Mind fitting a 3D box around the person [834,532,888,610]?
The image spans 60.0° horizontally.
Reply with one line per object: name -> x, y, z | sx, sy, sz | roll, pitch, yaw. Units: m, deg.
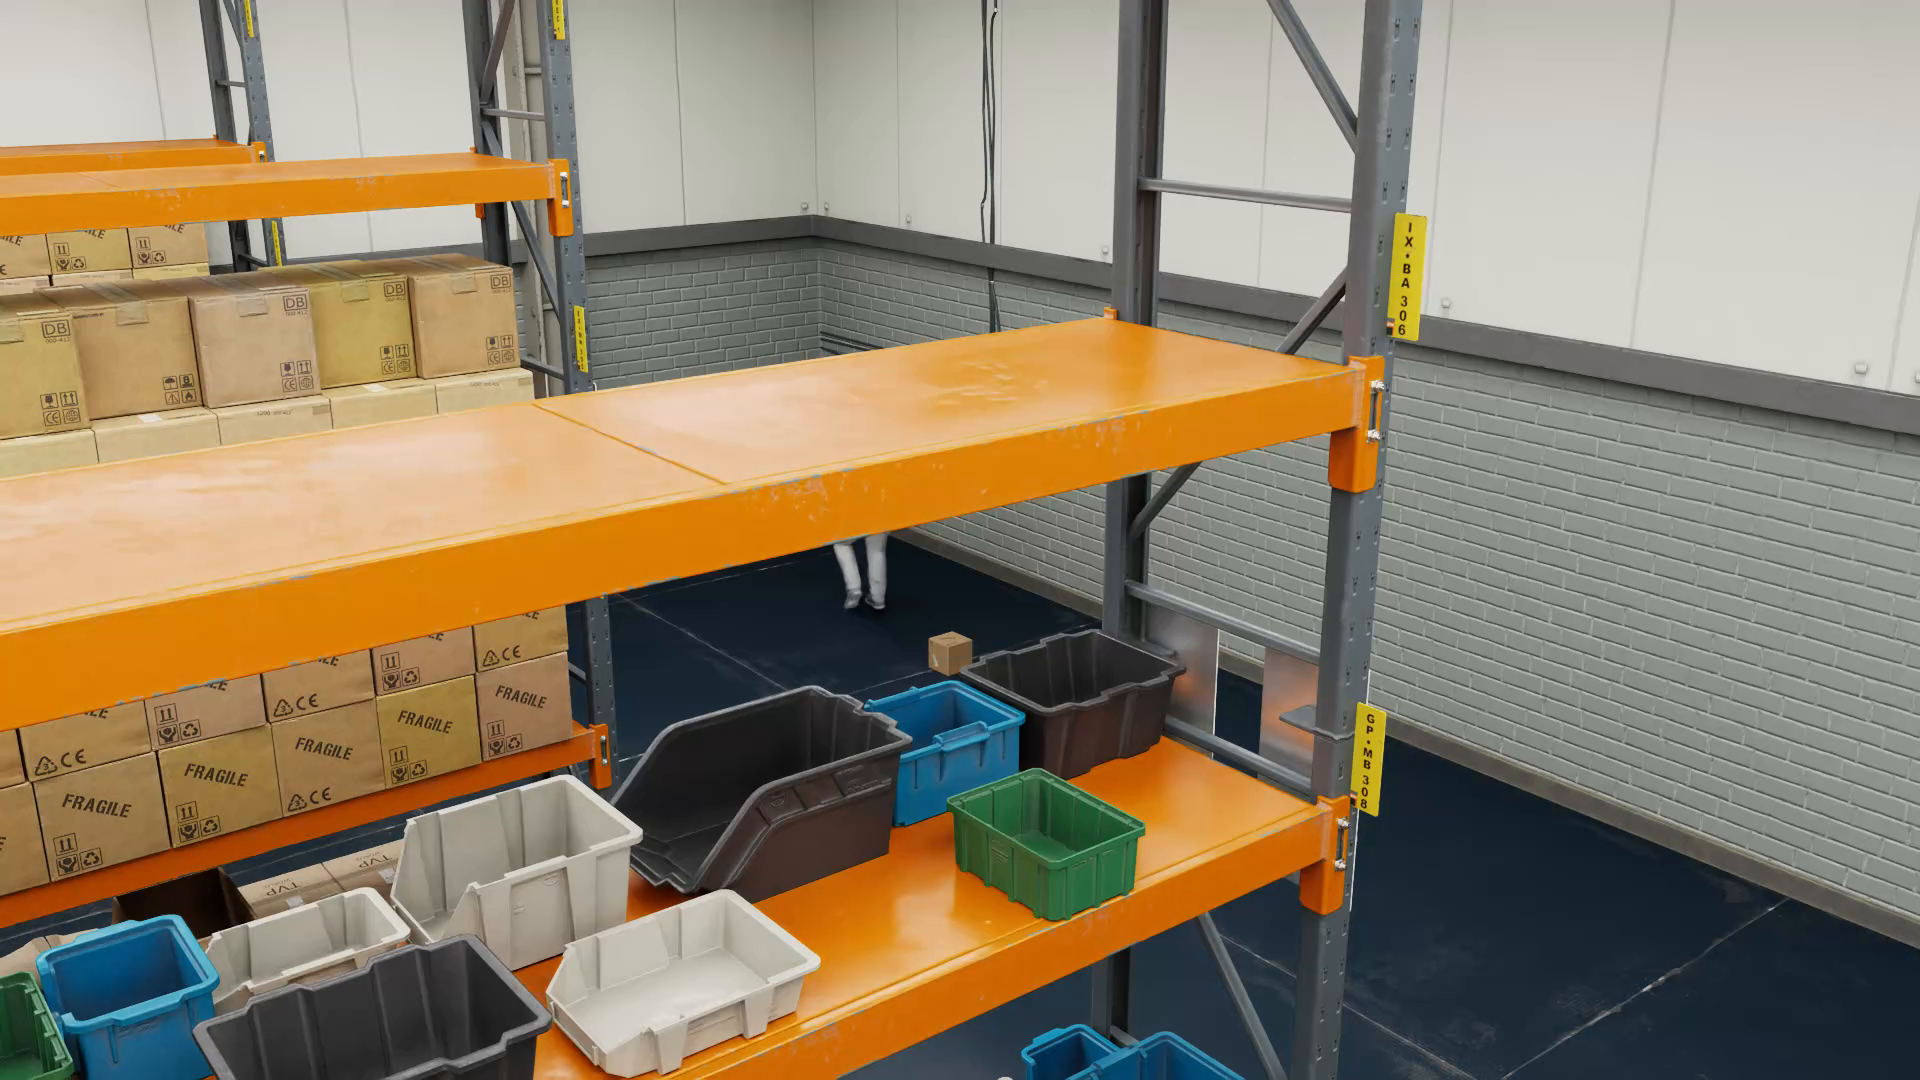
person -> -0.824, -0.249, 14.432 | 0.545, 1.820, 0.473 | -8, 19, -23
